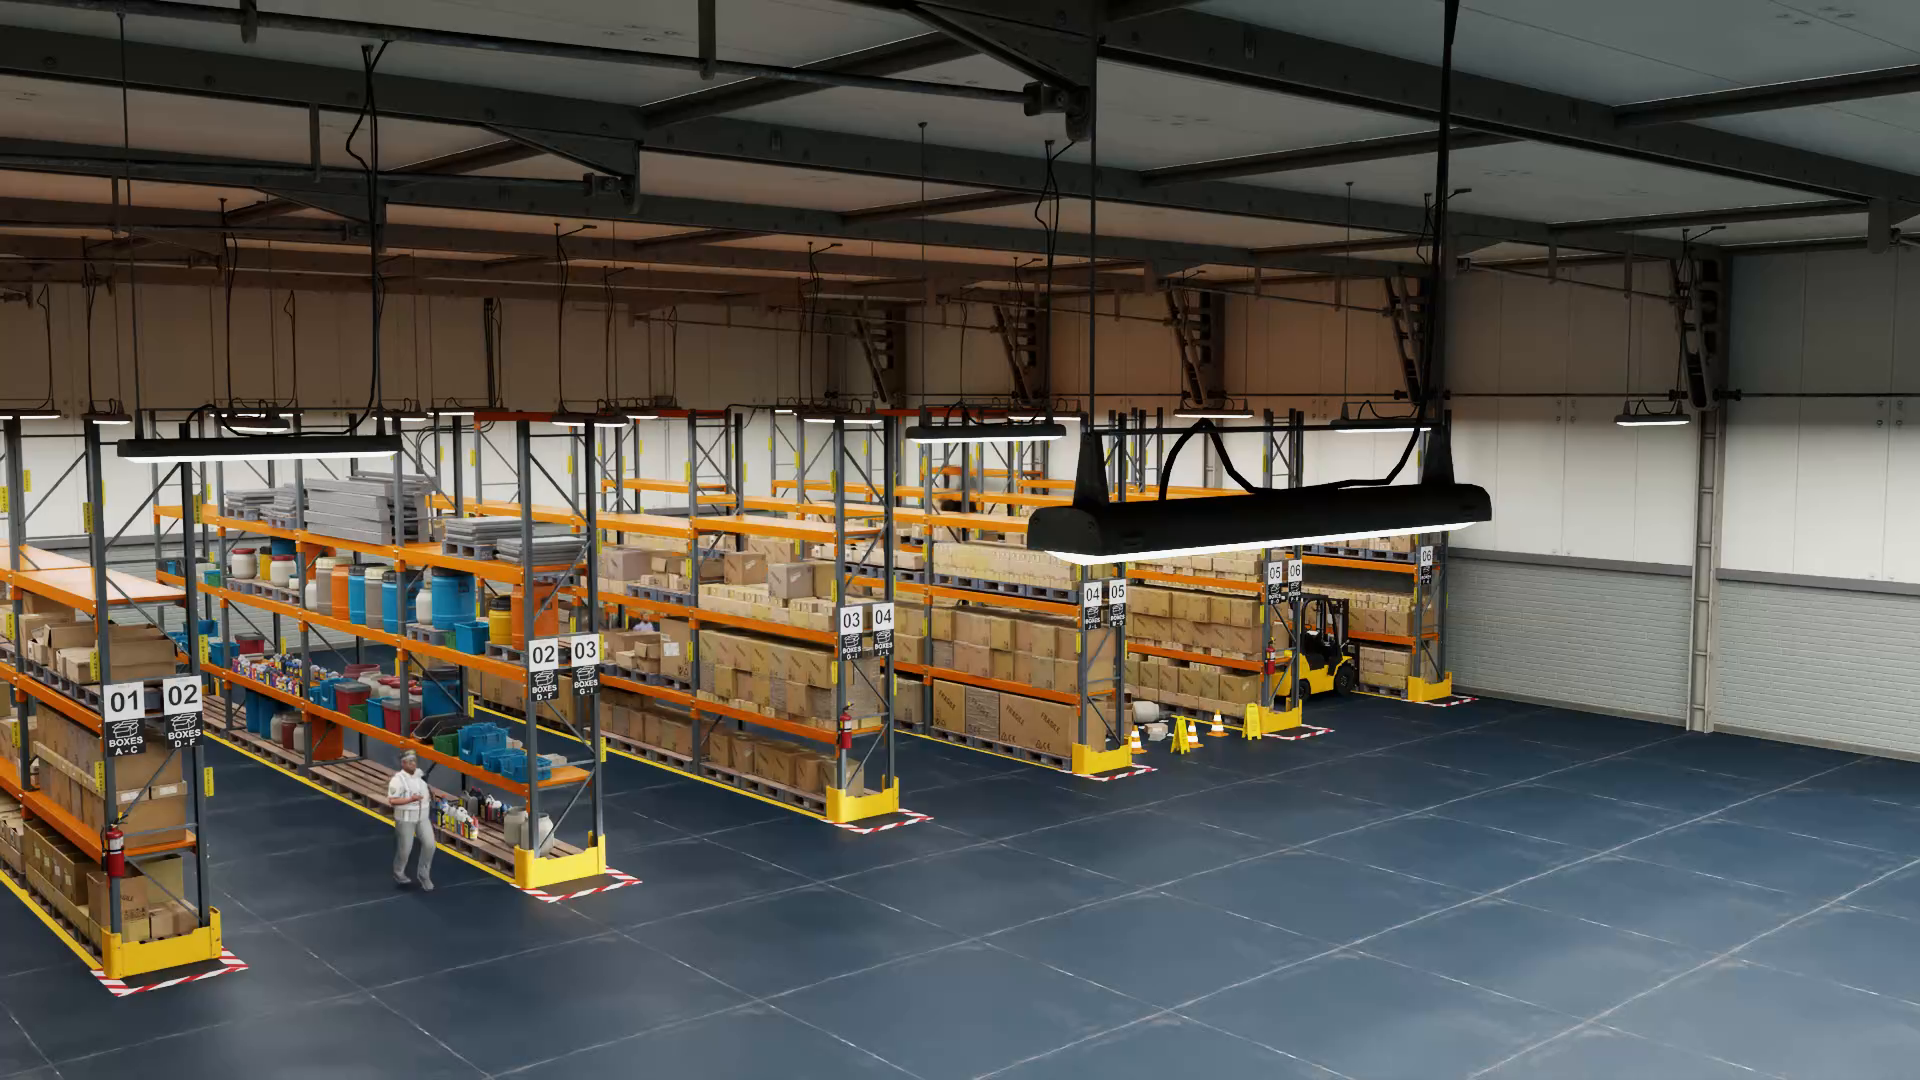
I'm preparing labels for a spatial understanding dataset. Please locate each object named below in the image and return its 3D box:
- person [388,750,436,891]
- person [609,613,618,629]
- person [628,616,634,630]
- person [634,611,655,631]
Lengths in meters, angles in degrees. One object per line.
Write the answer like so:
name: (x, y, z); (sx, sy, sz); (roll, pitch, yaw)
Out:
person: (-7.000, 3.591, 21.269); (0.735, 1.843, 0.640); (4, 7, 41)
person: (-8.554, 1.872, 41.311); (0.865, 1.646, 0.703); (-2, 5, -22)
person: (-8.287, 1.838, 41.532); (0.927, 1.733, 0.663); (-4, 6, -38)
person: (-6.822, 2.367, 36.039); (0.849, 1.628, 0.607); (5, 7, 44)
